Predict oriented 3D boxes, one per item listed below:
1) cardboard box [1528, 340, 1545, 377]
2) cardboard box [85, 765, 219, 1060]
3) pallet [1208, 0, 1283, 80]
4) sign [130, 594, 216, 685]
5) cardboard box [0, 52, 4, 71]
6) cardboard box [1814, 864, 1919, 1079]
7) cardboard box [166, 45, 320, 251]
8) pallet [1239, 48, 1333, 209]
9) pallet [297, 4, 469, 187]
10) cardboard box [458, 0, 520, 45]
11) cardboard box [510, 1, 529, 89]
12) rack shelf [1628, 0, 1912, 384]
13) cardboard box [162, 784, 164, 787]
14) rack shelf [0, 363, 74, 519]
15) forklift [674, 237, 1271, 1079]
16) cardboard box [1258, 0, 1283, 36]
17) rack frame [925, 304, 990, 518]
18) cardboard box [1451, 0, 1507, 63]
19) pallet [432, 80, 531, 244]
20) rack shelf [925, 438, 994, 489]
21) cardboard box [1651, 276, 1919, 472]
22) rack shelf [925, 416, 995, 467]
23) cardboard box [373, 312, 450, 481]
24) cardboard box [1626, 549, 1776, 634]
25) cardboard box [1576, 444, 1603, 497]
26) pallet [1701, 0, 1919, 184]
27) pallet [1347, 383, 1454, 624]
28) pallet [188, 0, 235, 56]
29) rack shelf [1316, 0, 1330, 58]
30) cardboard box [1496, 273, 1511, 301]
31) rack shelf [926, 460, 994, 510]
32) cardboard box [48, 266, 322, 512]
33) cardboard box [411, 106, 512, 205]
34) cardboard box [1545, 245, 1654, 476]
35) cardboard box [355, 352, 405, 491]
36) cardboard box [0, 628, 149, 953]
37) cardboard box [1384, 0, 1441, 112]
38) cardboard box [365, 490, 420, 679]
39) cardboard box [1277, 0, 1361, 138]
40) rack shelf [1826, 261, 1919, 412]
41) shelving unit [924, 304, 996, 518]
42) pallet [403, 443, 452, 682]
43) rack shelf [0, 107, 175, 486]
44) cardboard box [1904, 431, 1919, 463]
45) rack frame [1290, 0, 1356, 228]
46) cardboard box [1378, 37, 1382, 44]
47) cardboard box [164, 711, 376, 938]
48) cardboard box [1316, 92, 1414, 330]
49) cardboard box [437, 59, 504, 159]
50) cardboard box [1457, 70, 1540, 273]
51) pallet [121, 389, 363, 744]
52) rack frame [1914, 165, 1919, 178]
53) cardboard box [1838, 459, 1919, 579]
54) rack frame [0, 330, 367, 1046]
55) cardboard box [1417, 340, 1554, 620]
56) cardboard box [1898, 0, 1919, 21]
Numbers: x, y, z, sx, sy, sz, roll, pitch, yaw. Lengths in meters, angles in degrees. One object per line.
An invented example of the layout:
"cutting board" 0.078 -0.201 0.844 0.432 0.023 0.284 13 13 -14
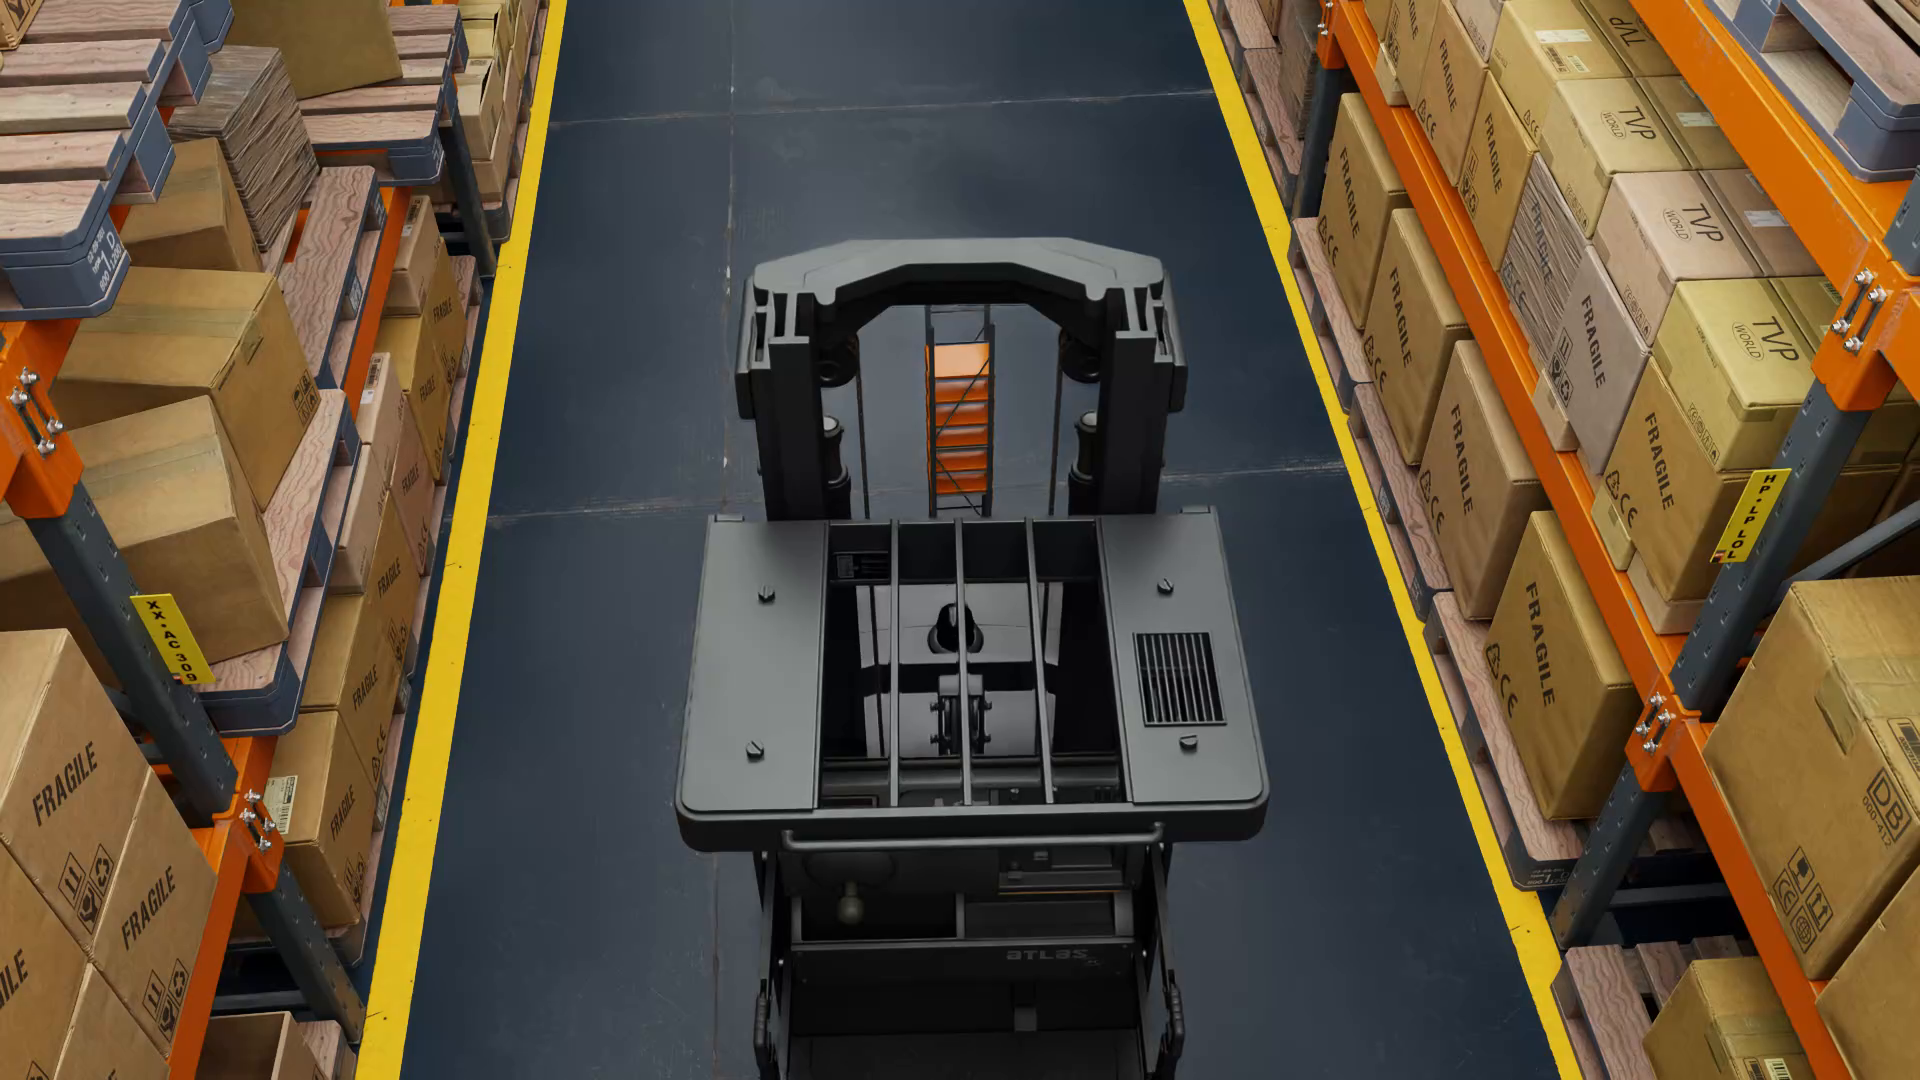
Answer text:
"cardboard box" 2.138 -0.613 5.561 0.380 0.149 0.250 -3 47 -3
"cardboard box" -2.134 0.890 3.909 0.500 0.500 0.500 -3 47 -3
"pallet" 2.007 -3.107 9.684 1.003 0.211 1.213 -3 47 -3
"sign" -1.891 0.242 3.995 0.100 0.325 0.005 -3 47 -3
"cardboard box" -2.400 -1.035 3.308 0.600 0.600 0.600 -8 47 -7
"cardboard box" 2.589 1.093 3.579 0.980 0.700 0.700 -5 47 -4
"cardboard box" -2.715 -1.372 5.762 0.700 0.500 0.500 4 47 4
"pallet" 2.106 -2.226 8.849 1.003 0.211 1.213 -3 47 -3
"pallet" -2.640 -1.764 6.623 1.213 0.211 1.003 -3 47 -3
"cardboard box" -2.610 -2.853 8.741 0.500 0.311 0.500 -5 47 -4
"cardboard box" -2.610 -2.651 8.936 0.500 0.250 0.500 -5 47 -4
"rack shelf" 2.337 -1.957 5.103 1.077 0.370 4.000 -3 47 -3
"cardboard box" -2.758 0.947 5.342 0.500 0.500 0.500 -4 47 -4
"rack shelf" -2.264 1.241 2.075 1.077 0.370 4.000 -3 47 -3
"forklift" 0.014 0.864 4.050 1.130 2.935 3.031 -1 47 -1
"cardboard box" 2.060 -3.167 9.238 0.700 0.500 0.500 -4 47 -4
"rack frame" -0.009 -0.489 6.523 0.240 1.200 0.006 -3 47 -3
"cardboard box" 2.042 -1.927 5.841 0.500 0.250 0.500 -3 47 -3
"pallet" -2.796 -1.955 8.593 1.003 0.211 1.213 -3 47 -3
"rack shelf" -0.001 -0.310 6.580 0.258 0.103 0.180 -3 47 -3
"cardboard box" 2.211 -0.449 4.442 0.500 0.250 0.500 -2 47 -2
"rack shelf" -0.001 -0.392 6.493 0.258 0.103 0.180 -3 47 -3
"cardboard box" -2.411 -0.571 6.780 0.500 0.500 0.500 -5 47 -5
"cardboard box" 2.194 0.127 4.860 0.380 0.149 0.250 -3 47 -3
"cardboard box" 2.173 -0.245 5.212 0.380 0.149 0.250 -2 47 -2
"pallet" 2.379 -1.352 4.166 0.805 0.209 1.217 -5 47 -5
"pallet" 2.260 -0.205 6.935 1.003 0.211 1.213 -3 47 -3
"pallet" -2.506 -1.615 4.413 1.213 0.211 1.003 -3 47 -3
"rack shelf" 2.002 -3.819 8.933 1.077 0.370 4.000 -3 47 -3
"cardboard box" 2.121 -0.988 5.916 0.380 0.149 0.250 -2 47 -2
"rack shelf" -0.001 -0.227 6.667 0.258 0.103 0.180 -3 47 -3
"cardboard box" -2.369 -0.451 4.889 0.700 0.500 0.500 3 47 3
"cardboard box" -2.517 -1.911 8.235 0.500 0.250 0.500 -4 47 -3
"cardboard box" 2.162 -0.556 5.060 0.500 0.500 0.500 -3 47 -3
"cardboard box" -2.355 -0.423 6.123 0.500 0.250 0.500 -4 47 -4
"cardboard box" -2.131 0.550 3.542 0.500 0.500 0.500 -3 47 -3
"cardboard box" 1.990 -2.017 6.443 0.500 0.500 0.500 -2 47 -2
"cardboard box" -2.319 0.174 6.074 0.500 0.500 0.500 -3 47 -3
"cardboard box" 2.058 -2.429 8.540 0.700 0.500 0.500 -3 47 -3
"rack shelf" 2.672 0.937 2.362 1.077 0.370 4.000 -3 47 -3
"shelving unit" -0.001 -0.423 6.461 0.258 1.200 0.189 -3 47 -3
"pallet" -2.642 0.066 6.678 1.003 0.211 1.213 -3 47 -3
"rack shelf" -2.599 -1.653 4.815 1.077 0.370 4.000 -3 47 -3
"cardboard box" 2.726 -0.476 4.467 0.500 0.250 0.500 -2 47 -2
"rack frame" 2.170 -2.620 7.301 1.000 3.000 0.127 -3 47 -3
"cardboard box" 1.979 -2.105 6.973 0.380 0.149 0.250 -3 47 -3
"cardboard box" -2.229 0.922 5.366 0.500 0.500 0.500 -5 47 -5
"cardboard box" 2.101 -1.485 7.418 0.750 0.750 0.750 -4 47 -4
"cardboard box" -2.517 -2.104 8.032 0.500 0.311 0.500 -2 47 -2
"cardboard box" 2.082 -1.281 5.747 0.500 0.500 0.500 -2 47 -2
"pallet" -2.389 0.059 4.896 1.003 0.211 1.213 -3 47 -3
"rack frame" 2.505 -1.788 2.382 1.000 3.000 0.127 -3 47 -3
"cardboard box" 2.717 -0.217 4.739 0.500 0.500 0.500 -5 47 -5
"rack frame" -2.431 0.578 4.273 1.000 3.000 0.127 -3 47 -3
"cardboard box" 2.243 -0.236 6.235 0.750 0.750 0.750 -2 47 -2
"cardboard box" 2.540 -1.586 3.885 0.700 0.500 0.500 -6 47 -5
